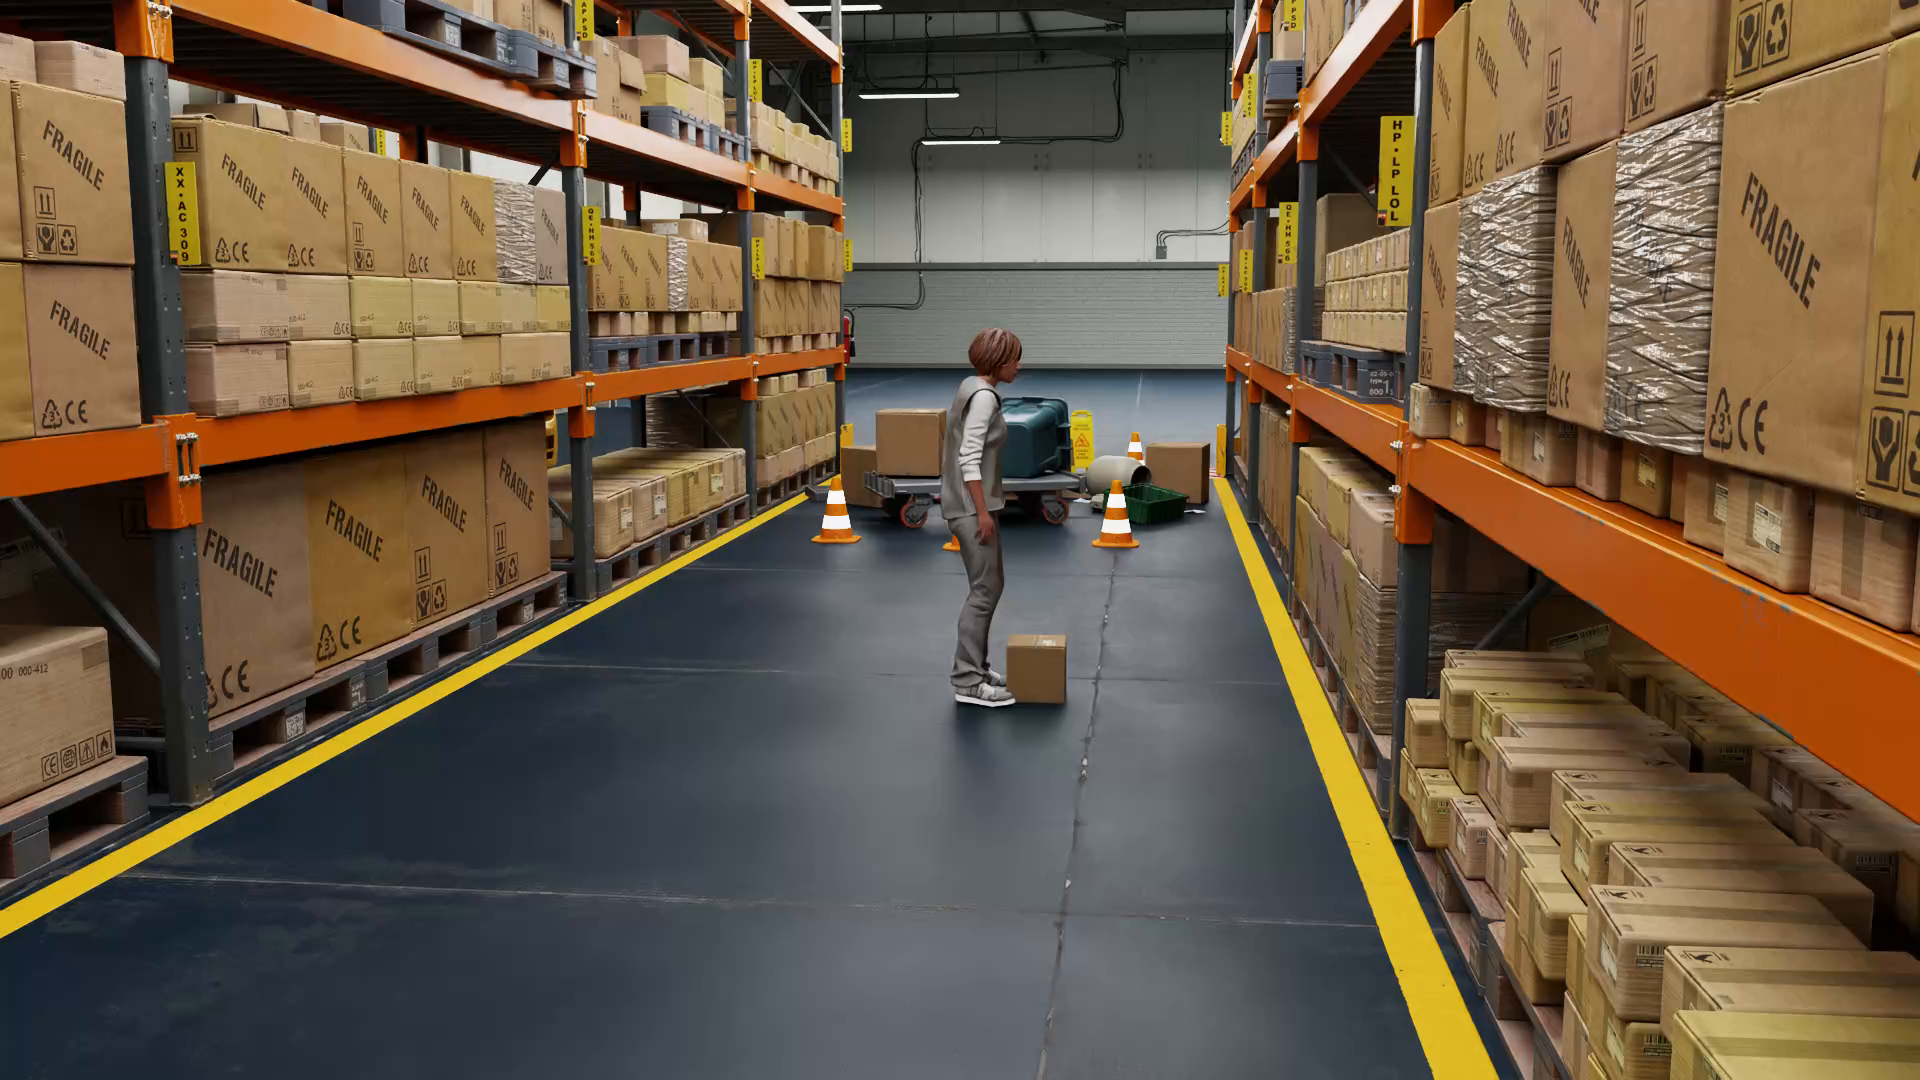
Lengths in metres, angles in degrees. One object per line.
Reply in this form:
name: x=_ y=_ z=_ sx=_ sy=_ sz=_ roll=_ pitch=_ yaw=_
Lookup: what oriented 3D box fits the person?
person: x=0.088 y=-0.108 z=7.140 sx=0.347 sy=1.590 sz=0.473 roll=0 pitch=8 yaw=3
